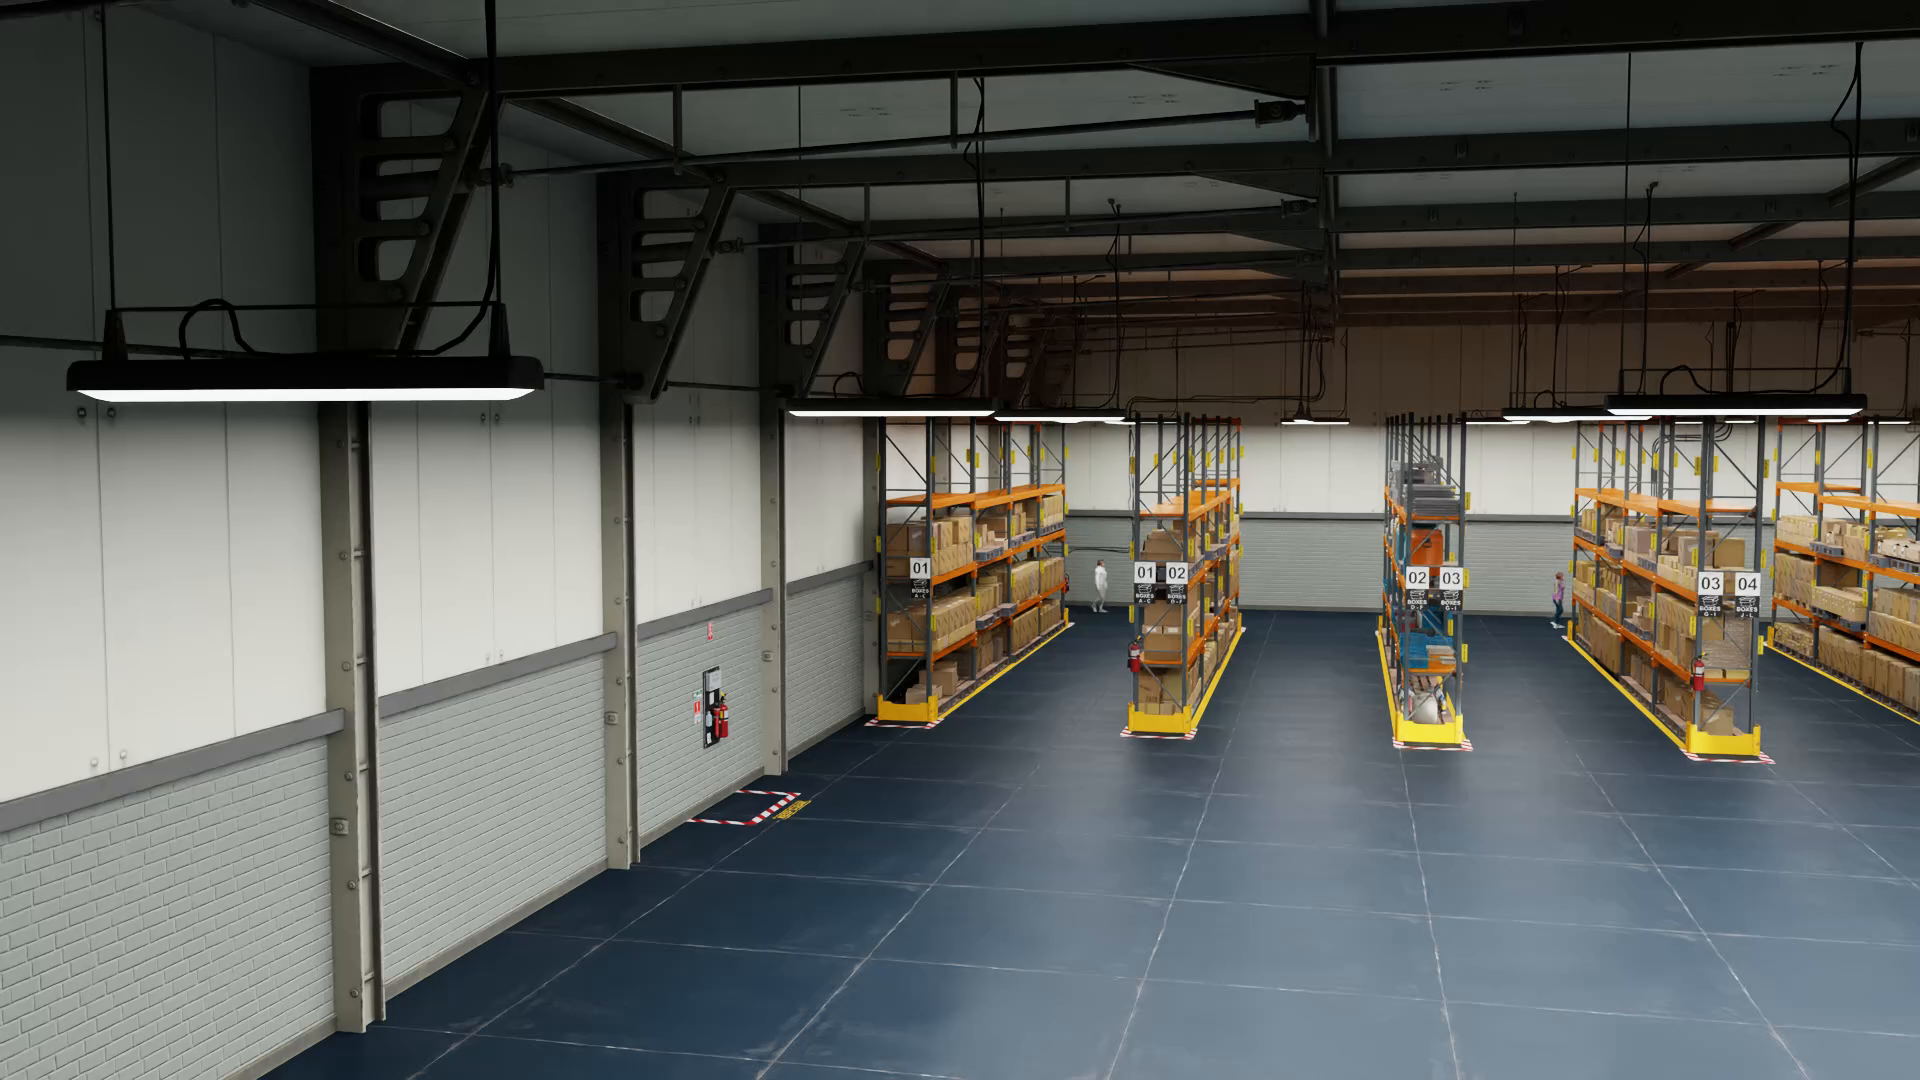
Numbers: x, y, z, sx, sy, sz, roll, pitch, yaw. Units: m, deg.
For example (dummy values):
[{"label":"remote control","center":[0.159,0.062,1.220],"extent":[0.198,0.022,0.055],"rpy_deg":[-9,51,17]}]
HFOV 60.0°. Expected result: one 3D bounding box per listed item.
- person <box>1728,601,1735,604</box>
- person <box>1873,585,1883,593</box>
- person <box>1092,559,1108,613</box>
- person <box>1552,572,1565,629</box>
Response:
[{"label":"person","center":[20.064,1.906,43.228],"extent":[0.572,1.708,1.036],"rpy_deg":[1,4,15]},{"label":"person","center":[23.779,1.980,43.049],"extent":[0.445,1.653,0.853],"rpy_deg":[-3,5,-35]},{"label":"person","center":[4.315,1.410,51.253],"extent":[0.427,1.678,0.531],"rpy_deg":[2,5,31]},{"label":"person","center":[17.052,1.724,47.365],"extent":[0.355,1.626,0.478],"rpy_deg":[3,5,34]}]
